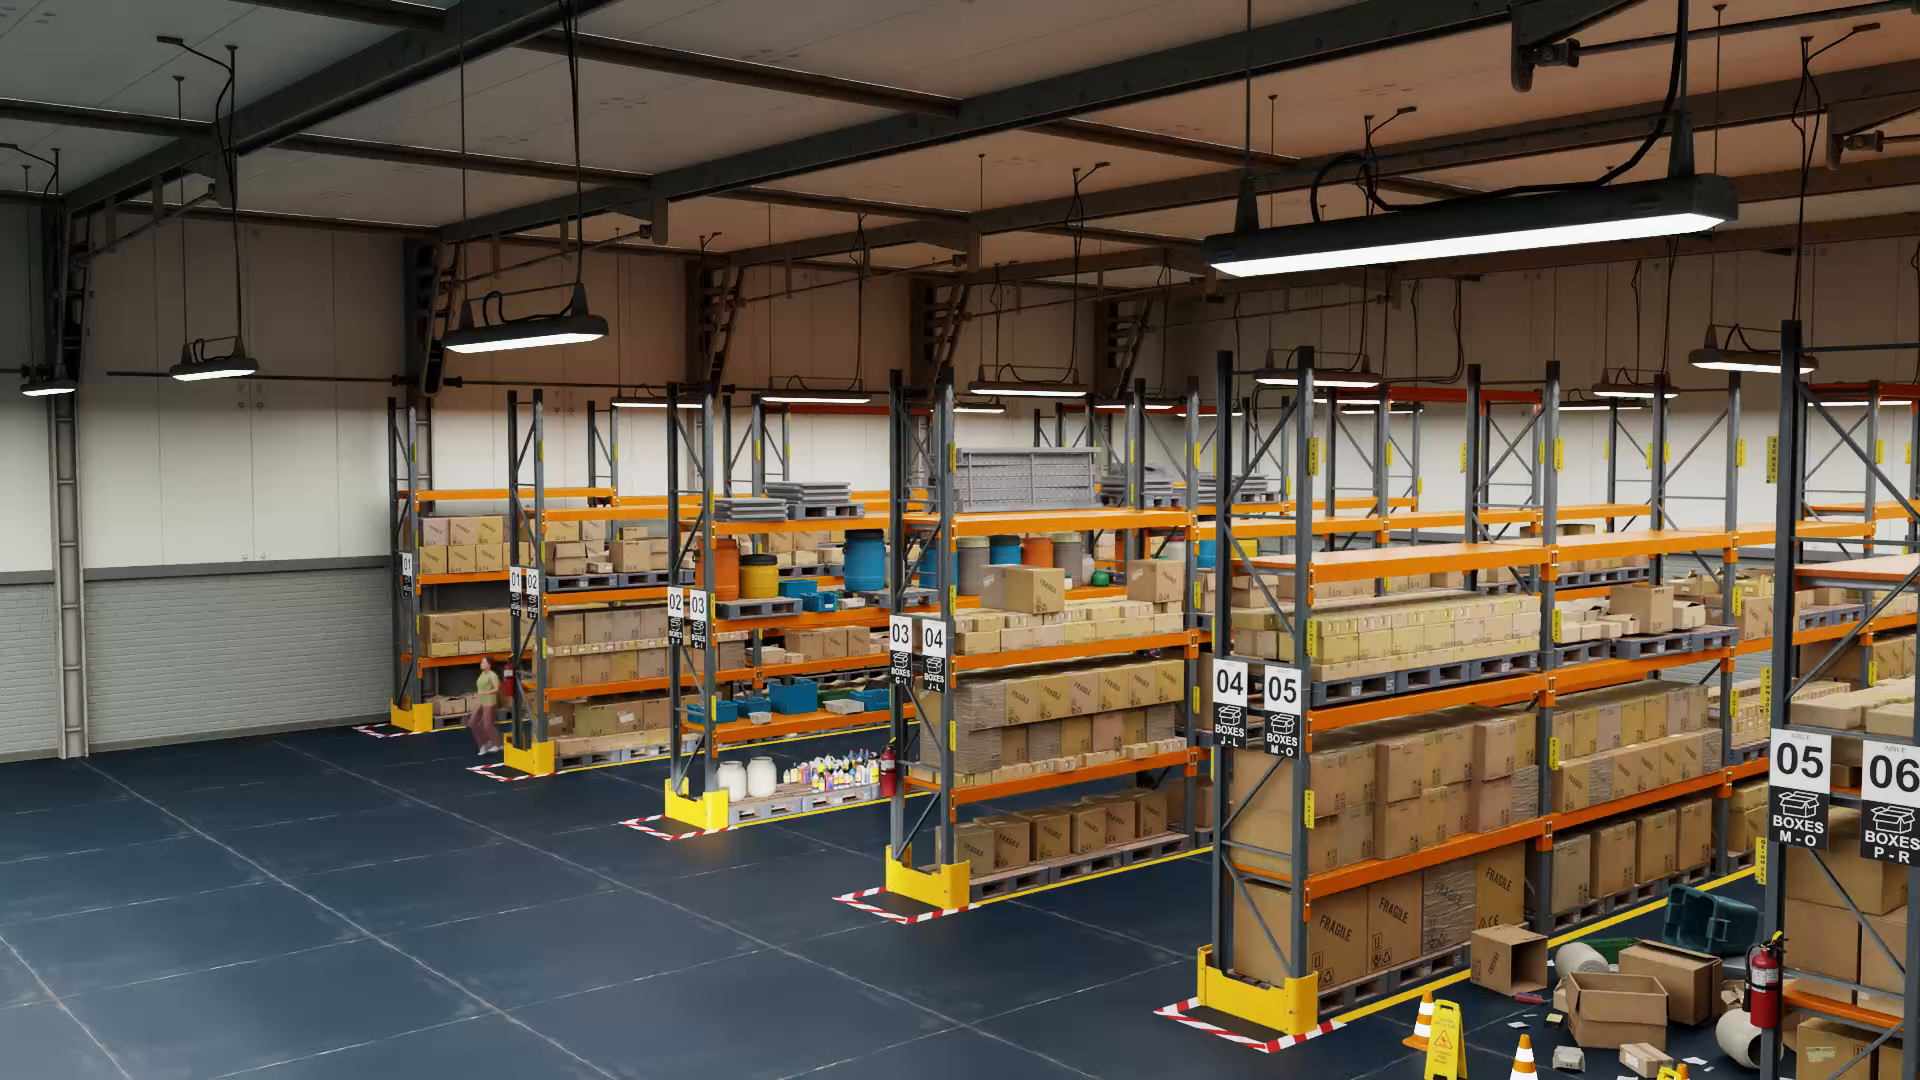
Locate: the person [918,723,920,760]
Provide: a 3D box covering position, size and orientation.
[{"bbox_3d":[-0.376,2.686,27.165,0.760,1.843,0.670,-3,4,-42],"label":"person"}]

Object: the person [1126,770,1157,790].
[{"bbox_3d":[2.550,2.906,23.589,0.890,1.786,0.736,-3,4,-41],"label":"person"}]

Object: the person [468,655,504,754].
[{"bbox_3d":[-7.798,2.754,27.544,0.591,1.703,0.622,-3,5,-43],"label":"person"}]
